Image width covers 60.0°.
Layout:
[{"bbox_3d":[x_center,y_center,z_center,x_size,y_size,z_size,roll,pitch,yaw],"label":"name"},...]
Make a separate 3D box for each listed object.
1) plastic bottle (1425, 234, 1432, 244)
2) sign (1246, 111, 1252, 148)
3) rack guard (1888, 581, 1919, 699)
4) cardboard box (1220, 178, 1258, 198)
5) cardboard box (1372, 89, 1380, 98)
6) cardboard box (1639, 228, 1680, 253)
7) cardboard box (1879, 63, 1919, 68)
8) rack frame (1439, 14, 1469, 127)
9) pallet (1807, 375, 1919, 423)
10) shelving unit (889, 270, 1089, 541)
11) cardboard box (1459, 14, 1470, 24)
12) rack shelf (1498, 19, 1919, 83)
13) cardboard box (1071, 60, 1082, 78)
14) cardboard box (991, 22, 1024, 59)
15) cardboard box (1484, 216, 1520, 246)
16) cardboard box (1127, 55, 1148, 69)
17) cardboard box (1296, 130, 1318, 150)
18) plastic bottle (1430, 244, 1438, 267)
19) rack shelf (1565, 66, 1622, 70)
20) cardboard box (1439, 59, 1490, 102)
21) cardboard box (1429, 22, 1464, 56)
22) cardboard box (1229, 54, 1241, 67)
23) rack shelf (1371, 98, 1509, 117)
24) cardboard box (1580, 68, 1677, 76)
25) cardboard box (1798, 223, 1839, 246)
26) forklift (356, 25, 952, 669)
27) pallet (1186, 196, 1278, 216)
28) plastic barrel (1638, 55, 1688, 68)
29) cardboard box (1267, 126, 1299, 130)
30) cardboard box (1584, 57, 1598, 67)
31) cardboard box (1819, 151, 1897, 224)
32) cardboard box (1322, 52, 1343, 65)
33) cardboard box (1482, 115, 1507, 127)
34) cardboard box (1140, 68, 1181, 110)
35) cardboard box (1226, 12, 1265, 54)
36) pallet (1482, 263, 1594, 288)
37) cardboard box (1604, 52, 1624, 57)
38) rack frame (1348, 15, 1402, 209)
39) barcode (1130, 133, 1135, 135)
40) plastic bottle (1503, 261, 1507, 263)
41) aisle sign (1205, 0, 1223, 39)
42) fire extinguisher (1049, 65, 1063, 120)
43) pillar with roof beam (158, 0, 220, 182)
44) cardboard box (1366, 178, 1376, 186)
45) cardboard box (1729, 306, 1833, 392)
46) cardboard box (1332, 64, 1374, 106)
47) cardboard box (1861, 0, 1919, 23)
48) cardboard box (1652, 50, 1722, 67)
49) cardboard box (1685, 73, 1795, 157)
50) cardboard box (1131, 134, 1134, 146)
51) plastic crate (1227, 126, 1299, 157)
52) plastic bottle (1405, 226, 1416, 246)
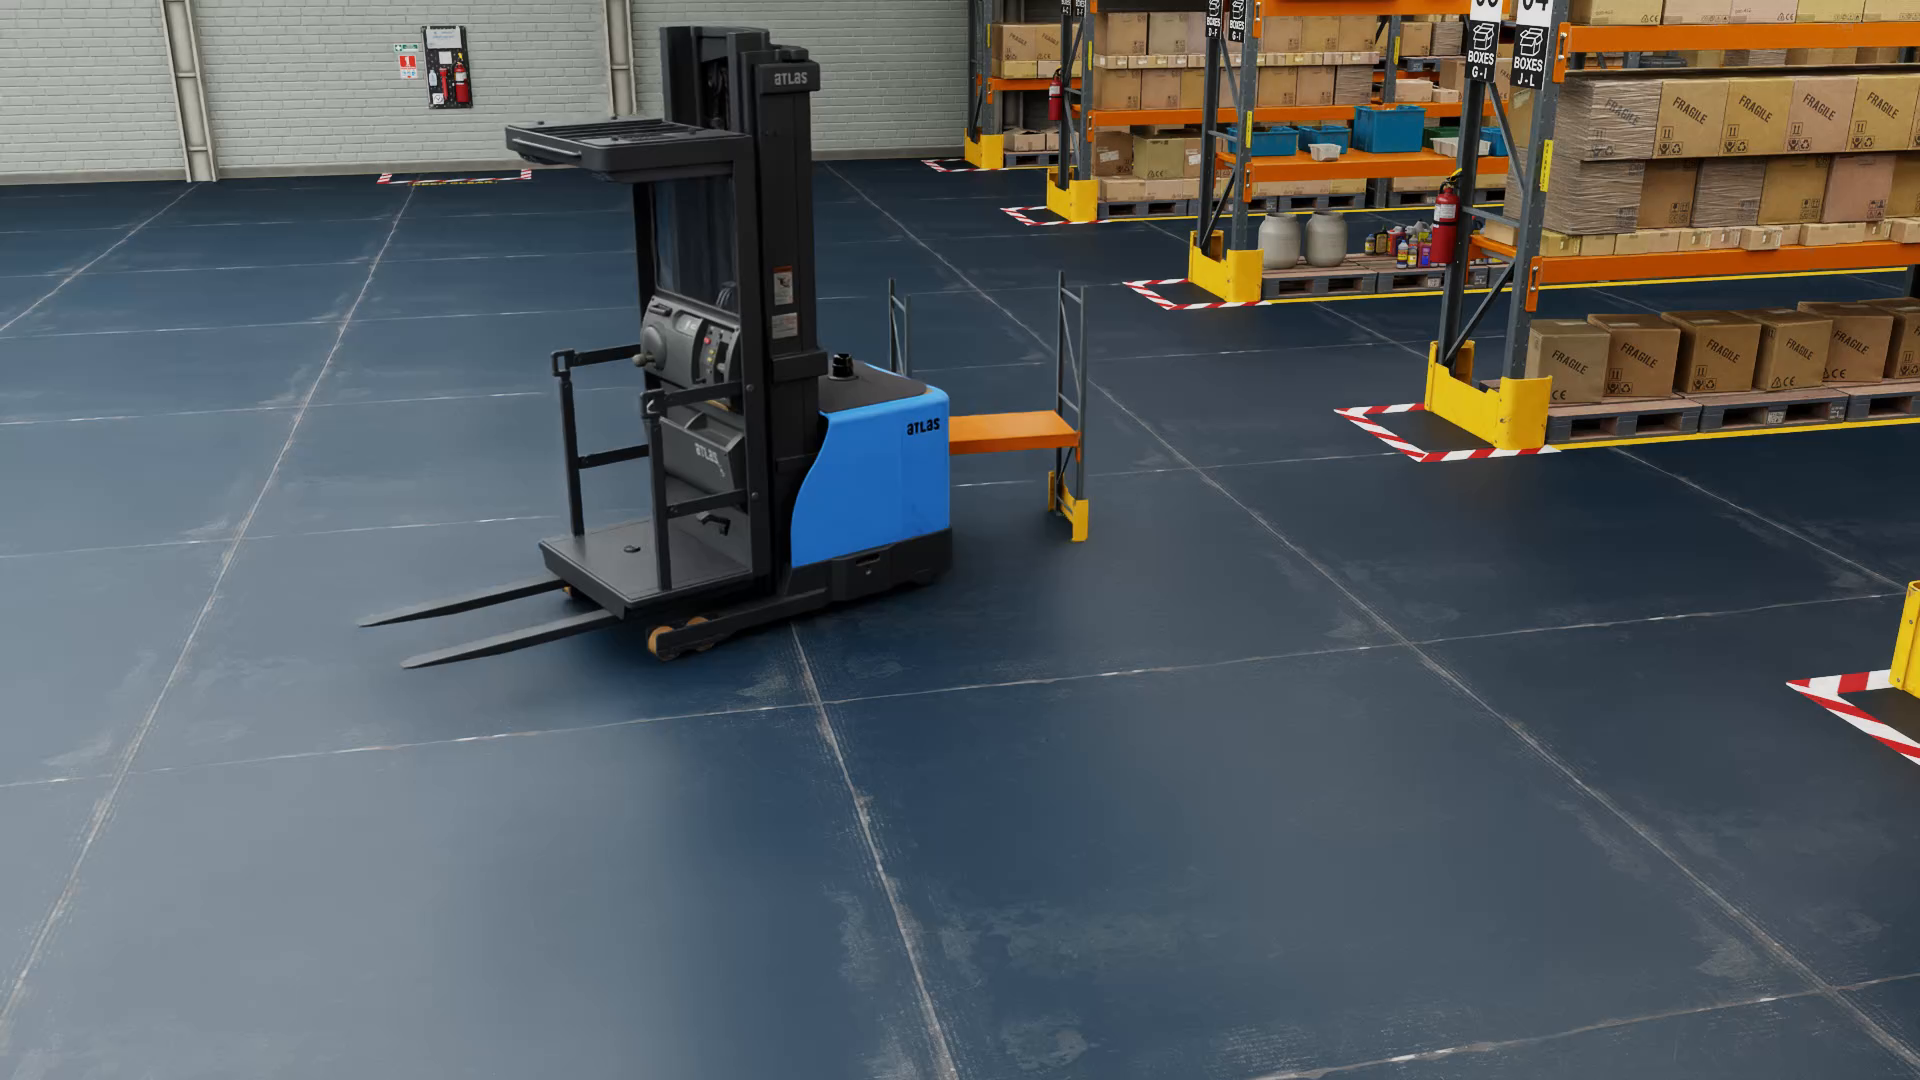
[{"bbox_3d":[4.875,-3.069,17.260,0.097,0.201,0.097,0,20,0],"label":"plastic bottle"},{"bbox_3d":[2.694,-3.830,15.508,0.005,0.325,0.100,-5,21,-12],"label":"sign"},{"bbox_3d":[4.731,0.617,7.404,0.348,0.500,1.175,-5,21,-12],"label":"rack guard"},{"bbox_3d":[3.469,-4.536,21.222,0.500,0.250,0.500,-5,21,-12],"label":"cardboard box"},{"bbox_3d":[6.819,-7.121,26.797,0.500,0.250,0.500,-4,21,-11],"label":"cardboard box"},{"bbox_3d":[4.777,-2.107,11.570,0.250,0.149,0.380,-5,21,-12],"label":"cardboard box"},{"bbox_3d":[7.108,-3.249,12.292,0.500,0.500,0.500,-5,21,-12],"label":"cardboard box"},{"bbox_3d":[8.077,-7.834,26.841,0.127,3.000,1.000,-5,21,-12],"label":"rack frame"},{"bbox_3d":[6.959,-1.169,12.700,1.213,0.211,1.003,-5,21,-12],"label":"pallet"},{"bbox_3d":[0.166,-0.759,9.707,1.083,1.500,0.587,-5,21,-12],"label":"shelving unit"},{"bbox_3d":[8.459,-8.505,26.975,0.500,0.250,0.500,-4,21,-11],"label":"cardboard box"},{"bbox_3d":[5.658,-3.456,11.573,4.000,0.370,1.077,-5,21,-12],"label":"rack shelf"},{"bbox_3d":[1.839,-7.157,25.180,0.500,0.250,0.500,-5,21,-13],"label":"cardboard box"},{"bbox_3d":[0.702,-7.601,25.302,0.500,0.500,0.500,-5,21,-13],"label":"cardboard box"},{"bbox_3d":[3.941,-2.201,11.827,0.250,0.149,0.380,-5,21,-12],"label":"cardboard box"},{"bbox_3d":[2.123,-5.876,20.405,0.250,0.149,0.380,-5,21,-14],"label":"cardboard box"},{"bbox_3d":[4.438,-4.973,21.325,0.500,0.500,0.500,-5,21,-12],"label":"cardboard box"},{"bbox_3d":[4.741,-2.877,16.634,0.097,0.271,0.097,0,20,0],"label":"plastic bottle"},{"bbox_3d":[10.024,-7.655,27.397,4.000,0.370,1.077,-5,21,-12],"label":"rack shelf"},{"bbox_3d":[6.592,-6.004,21.698,0.500,0.500,0.500,-3,20,-9],"label":"cardboard box"},{"bbox_3d":[7.622,-8.047,26.637,0.500,0.500,0.700,-7,21,-19],"label":"cardboard box"},{"bbox_3d":[3.363,-5.975,20.677,0.250,0.149,0.380,-4,21,-12],"label":"cardboard box"},{"bbox_3d":[7.274,-5.680,22.007,4.000,0.370,1.077,-5,21,-12],"label":"rack shelf"},{"bbox_3d":[4.675,-3.051,11.751,0.500,0.500,0.500,-5,21,-12],"label":"cardboard box"},{"bbox_3d":[5.999,-2.196,11.815,0.250,0.149,0.380,-5,21,-12],"label":"cardboard box"},{"bbox_3d":[-1.525,-0.988,8.251,3.031,2.935,1.130,-15,25,-34],"label":"forklift"},{"bbox_3d":[3.355,-4.404,21.530,1.213,0.211,1.003,-5,21,-12],"label":"pallet"},{"bbox_3d":[6.910,-4.366,16.644,0.708,0.901,0.600,-5,21,-12],"label":"plastic barrel"},{"bbox_3d":[4.320,-5.144,21.793,0.500,0.500,0.500,-5,21,-12],"label":"cardboard box"},{"bbox_3d":[10.198,-7.818,27.132,0.250,0.149,0.380,-4,20,-11],"label":"cardboard box"},{"bbox_3d":[6.194,-2.614,12.013,0.500,0.500,0.875,-5,21,-12],"label":"cardboard box"},{"bbox_3d":[4.617,-6.078,20.957,0.250,0.149,0.380,-5,21,-14],"label":"cardboard box"},{"bbox_3d":[8.823,-7.036,27.177,0.750,0.750,0.750,-5,21,-13],"label":"cardboard box"},{"bbox_3d":[2.403,-5.666,20.776,0.500,0.500,0.700,-4,21,-11],"label":"cardboard box"},{"bbox_3d":[3.433,-6.360,20.783,0.500,0.500,0.700,-5,21,-12],"label":"cardboard box"},{"bbox_3d":[5.801,-2.853,17.296,1.213,0.211,1.003,-5,21,-12],"label":"pallet"},{"bbox_3d":[10.594,-8.145,27.083,0.500,0.500,0.500,-5,21,-12],"label":"cardboard box"},{"bbox_3d":[5.328,-5.860,21.451,0.127,3.000,1.000,-5,21,-12],"label":"rack frame"},{"bbox_3d":[2.717,-6.375,26.201,0.075,0.075,0.001,-5,21,-12],"label":"barcode"},{"bbox_3d":[5.568,-2.943,16.798,0.133,0.283,0.061,-3,20,-9],"label":"plastic bottle"},{"bbox_3d":[2.433,-5.199,15.868,0.004,0.787,0.394,-5,21,-12],"label":"aisle sign"},{"bbox_3d":[1.214,-5.653,20.999,0.183,0.674,0.296,-5,21,-12],"label":"fire extinguisher"},{"bbox_3d":[-9.913,-7.972,18.495,0.400,9.000,9.100,-5,21,-12],"label":"pillar with roof beam"},{"bbox_3d":[5.665,-4.896,22.206,0.500,0.250,0.500,-5,21,-13],"label":"cardboard box"},{"bbox_3d":[6.064,-1.426,12.369,0.500,0.500,0.500,-7,21,-17],"label":"cardboard box"},{"bbox_3d":[4.898,-5.870,21.332,0.500,0.500,0.700,-5,21,-14],"label":"cardboard box"},{"bbox_3d":[6.215,-3.678,11.352,0.500,0.250,0.500,-5,21,-13],"label":"cardboard box"},{"bbox_3d":[9.808,-6.508,22.465,0.500,0.500,0.700,-12,24,-31],"label":"cardboard box"},{"bbox_3d":[5.284,-2.913,11.374,0.500,0.500,0.500,-5,21,-12],"label":"cardboard box"},{"bbox_3d":[2.623,-6.266,26.064,0.250,0.149,0.380,-6,21,-17],"label":"cardboard box"},{"bbox_3d":[2.990,-3.955,16.466,0.616,0.251,0.499,-5,21,-12],"label":"plastic crate"},{"bbox_3d":[4.645,-3.126,17.309,0.135,0.276,0.152,-5,21,-14],"label":"plastic bottle"}]
